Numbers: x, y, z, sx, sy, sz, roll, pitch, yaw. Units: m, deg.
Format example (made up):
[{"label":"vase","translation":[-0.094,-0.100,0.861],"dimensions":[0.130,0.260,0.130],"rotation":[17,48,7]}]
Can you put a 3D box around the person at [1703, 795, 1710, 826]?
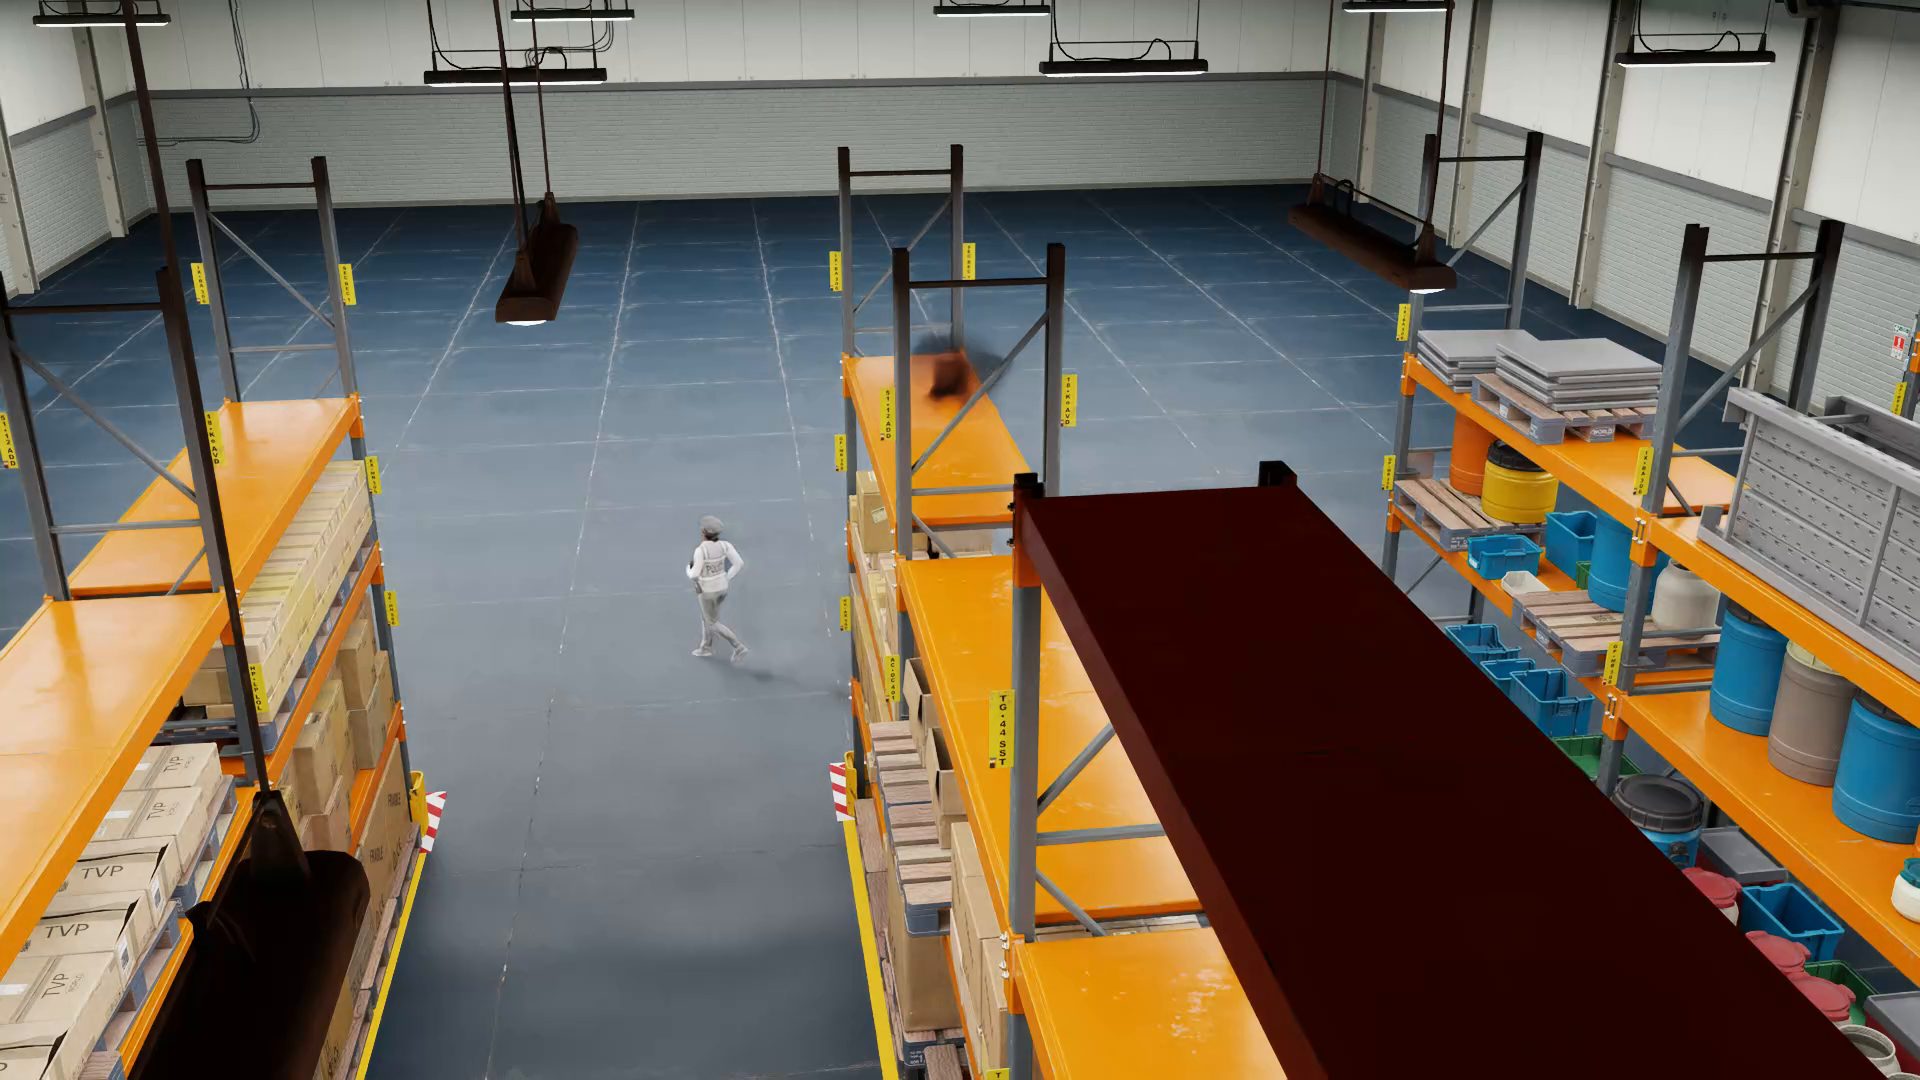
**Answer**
[{"label":"person","translation":[6.645,2.092,14.016],"dimensions":[0.665,1.820,0.723],"rotation":[-6,22,-16]}]

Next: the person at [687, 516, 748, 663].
[{"label":"person","translation":[-2.655,0.573,17.913],"dimensions":[0.836,1.710,0.604],"rotation":[16,27,35]}]
